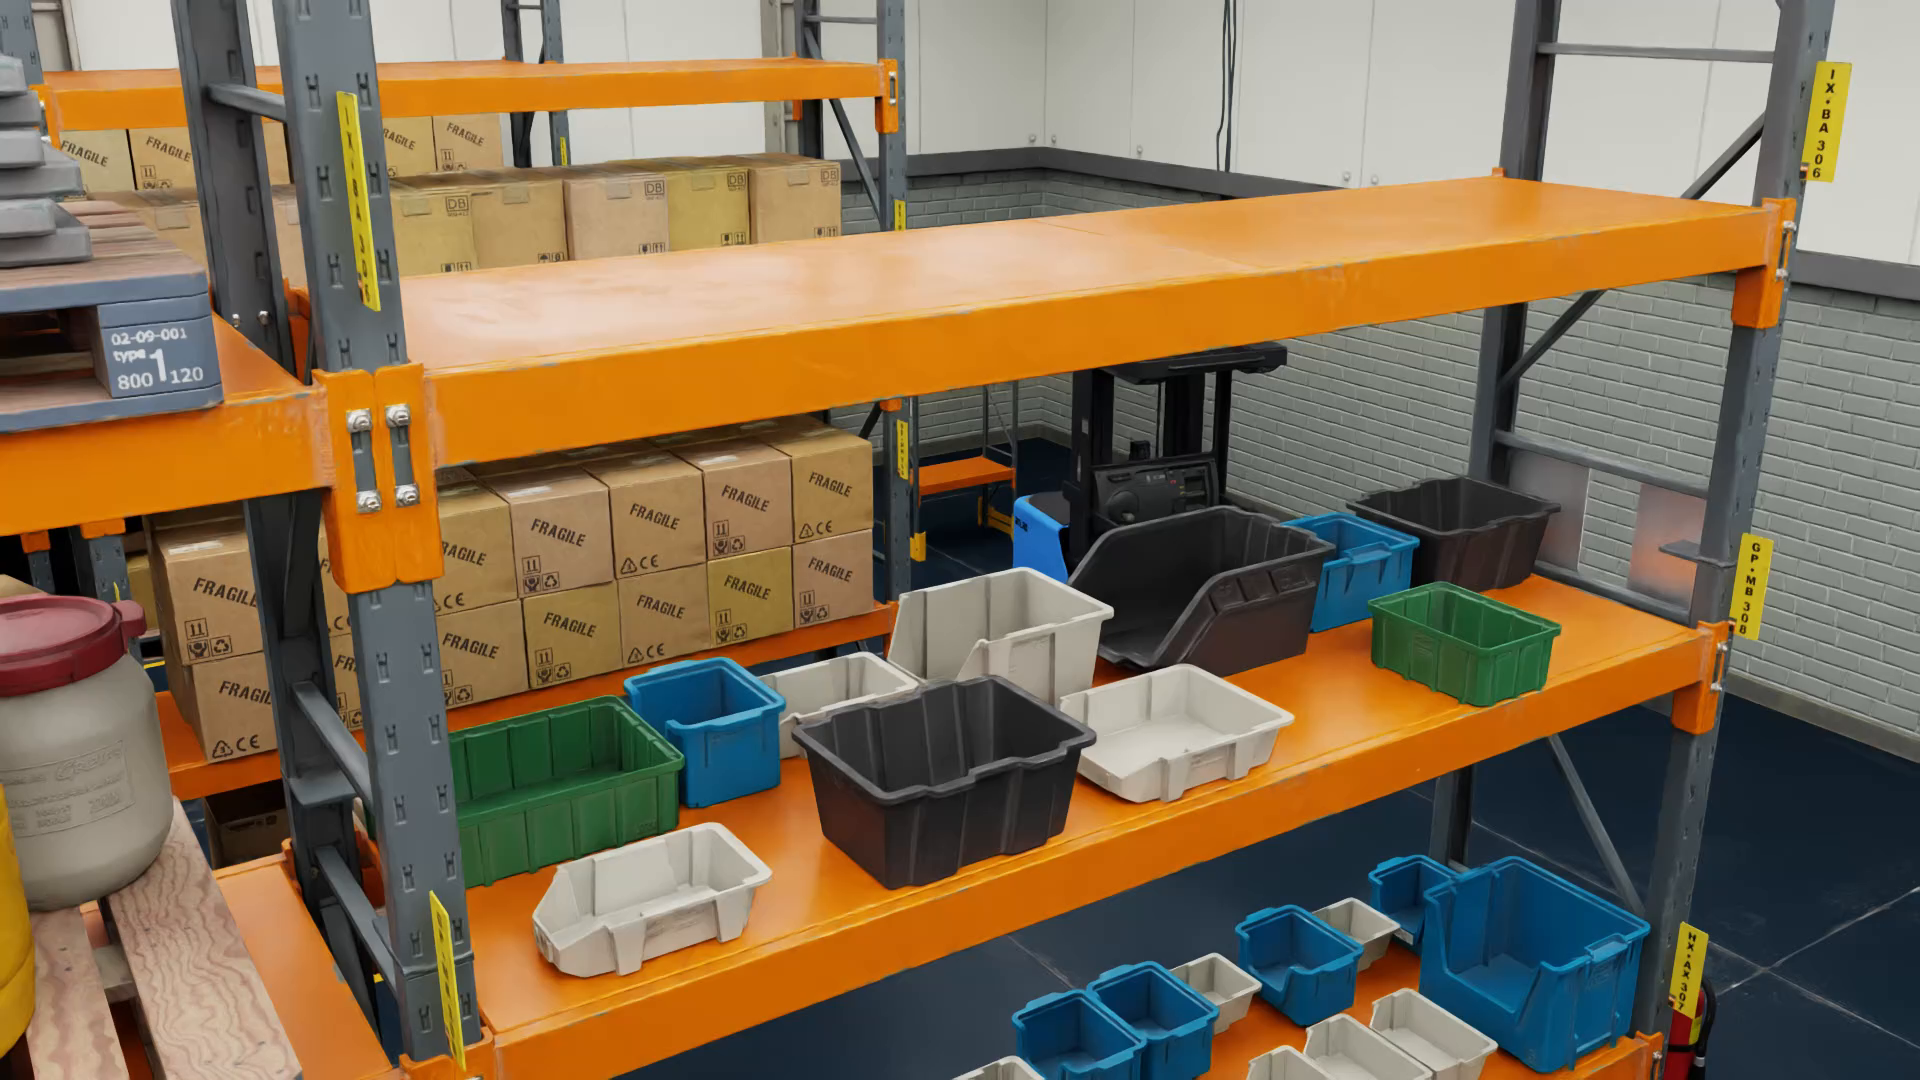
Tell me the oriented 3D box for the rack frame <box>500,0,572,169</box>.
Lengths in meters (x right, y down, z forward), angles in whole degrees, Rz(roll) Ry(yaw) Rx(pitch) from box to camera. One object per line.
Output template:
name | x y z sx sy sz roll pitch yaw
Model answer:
rack frame | -3.334 -4.121 12.883 0.127 3.000 1.000 -12 22 -31

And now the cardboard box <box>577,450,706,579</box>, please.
cardboard box | -1.679 -0.142 8.764 0.500 0.500 0.500 -11 22 -30

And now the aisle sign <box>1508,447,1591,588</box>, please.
aisle sign | 2.011 0.047 5.862 0.004 0.787 0.394 -12 22 -31

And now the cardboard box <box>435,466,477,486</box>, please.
cardboard box | -2.820 -0.109 8.666 0.500 0.500 0.500 -12 22 -31

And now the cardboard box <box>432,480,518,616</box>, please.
cardboard box | -2.539 0.040 8.226 0.500 0.500 0.500 -13 22 -33

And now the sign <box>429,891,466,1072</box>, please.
sign | -0.925 0.798 3.004 0.005 0.325 0.100 -12 22 -31

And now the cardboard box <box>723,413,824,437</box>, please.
cardboard box | -1.122 -0.468 9.728 0.500 0.500 0.500 -11 22 -30

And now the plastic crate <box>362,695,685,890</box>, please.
plastic crate | -1.039 0.599 3.935 0.662 0.188 0.450 -12 22 -31

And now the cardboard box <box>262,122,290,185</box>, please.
cardboard box | -5.090 -2.757 11.784 0.500 0.500 0.500 -12 22 -31

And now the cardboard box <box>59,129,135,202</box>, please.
cardboard box | -5.925 -2.576 11.250 0.500 0.500 0.500 -12 22 -32

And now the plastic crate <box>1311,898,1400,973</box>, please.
plastic crate | 1.414 1.457 6.069 0.298 0.136 0.250 -12 22 -31

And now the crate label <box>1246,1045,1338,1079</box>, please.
crate label | 1.064 1.762 5.166 0.243 0.136 0.396 -12 22 -31

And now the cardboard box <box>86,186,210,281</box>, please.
cardboard box | -3.562 -1.288 7.470 0.500 0.500 0.700 -12 22 -31

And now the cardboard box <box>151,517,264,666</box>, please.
cardboard box | -3.399 0.221 7.690 0.500 0.500 0.500 -11 22 -30

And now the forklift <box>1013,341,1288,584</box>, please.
forklift | 1.426 -0.319 11.113 1.130 2.935 3.031 -8 20 -22

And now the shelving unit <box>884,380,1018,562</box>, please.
shelving unit | -0.064 -0.697 14.465 1.083 1.500 0.587 -12 22 -31

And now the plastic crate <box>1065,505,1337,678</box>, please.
plastic crate | 0.687 0.175 4.957 0.767 0.338 0.504 -12 22 -31

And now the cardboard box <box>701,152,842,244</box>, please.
cardboard box | -1.027 -1.802 8.990 0.500 0.500 0.700 -12 22 -31

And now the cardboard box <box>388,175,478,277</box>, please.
cardboard box | -2.653 -1.428 7.884 0.500 0.500 0.700 -12 22 -31

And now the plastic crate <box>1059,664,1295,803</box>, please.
plastic crate | 0.525 0.505 4.295 0.530 0.136 0.437 -12 22 -31

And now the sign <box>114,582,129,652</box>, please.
sign | -3.639 0.349 7.220 0.005 0.325 0.100 -12 22 -31

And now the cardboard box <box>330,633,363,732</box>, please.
cardboard box | -2.946 0.595 8.146 0.500 0.500 0.500 -11 22 -30

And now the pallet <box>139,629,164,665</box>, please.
pallet | -5.997 0.634 12.541 1.213 0.211 1.003 -12 22 -31

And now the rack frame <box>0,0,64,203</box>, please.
rack frame | -3.947 -2.092 6.882 0.127 3.000 1.000 -12 22 -31

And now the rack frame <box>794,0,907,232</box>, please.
rack frame | -0.607 -2.797 8.966 0.127 3.000 1.000 -12 22 -31

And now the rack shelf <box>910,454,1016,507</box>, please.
rack shelf | -0.071 -0.525 14.518 1.000 0.185 0.538 -12 22 -31

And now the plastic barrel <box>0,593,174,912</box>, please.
plastic barrel | -1.804 0.417 3.276 0.433 0.535 0.433 0 19 0

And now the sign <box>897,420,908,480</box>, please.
sign | -0.318 -0.501 9.241 0.005 0.325 0.100 -12 22 -31

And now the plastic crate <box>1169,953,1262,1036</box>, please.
plastic crate | 0.847 1.577 5.715 0.298 0.136 0.250 -12 22 -31

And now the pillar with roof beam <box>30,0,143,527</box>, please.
pillar with roof beam | -4.198 -2.620 8.442 0.400 9.000 9.100 -12 22 -31

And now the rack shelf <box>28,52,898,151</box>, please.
rack shelf | -2.277 -2.102 8.040 4.000 0.370 1.077 -12 22 -31

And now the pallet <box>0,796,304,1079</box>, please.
pallet | -1.827 0.908 2.986 1.003 0.211 1.213 -12 22 -31

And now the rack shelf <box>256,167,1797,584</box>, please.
rack shelf | 0.444 -0.588 4.182 4.000 0.370 1.077 -12 22 -31

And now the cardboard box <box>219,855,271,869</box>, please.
cardboard box | -3.478 1.799 8.250 0.500 0.311 0.500 -12 22 -31

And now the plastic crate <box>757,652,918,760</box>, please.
plastic crate | -0.373 0.454 4.447 0.466 0.136 0.293 -12 22 -31

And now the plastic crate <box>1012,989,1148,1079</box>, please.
plastic crate | 0.377 1.662 5.313 0.300 0.233 0.416 -12 22 -31

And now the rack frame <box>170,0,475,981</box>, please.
rack frame | -1.226 -0.766 2.961 0.127 3.000 1.000 -12 22 -31

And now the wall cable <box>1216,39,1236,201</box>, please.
wall cable | 1.586 -3.551 16.045 0.112 2.526 3.097 -12 22 -31

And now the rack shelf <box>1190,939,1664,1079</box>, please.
rack shelf | 0.444 2.064 5.079 4.000 0.370 1.077 -12 22 -31

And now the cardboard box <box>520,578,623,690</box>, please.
cardboard box | -2.103 0.417 8.671 0.500 0.500 0.500 -12 22 -32

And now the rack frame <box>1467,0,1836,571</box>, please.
rack frame | 2.114 -1.471 5.045 0.127 3.000 1.000 -12 22 -31

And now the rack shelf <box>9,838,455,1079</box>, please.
rack shelf | -2.897 1.348 2.515 4.000 0.370 1.077 -12 22 -31

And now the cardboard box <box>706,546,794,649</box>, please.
cardboard box | -1.262 0.242 9.189 0.500 0.500 0.500 -12 22 -31

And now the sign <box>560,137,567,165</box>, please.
sign | -3.047 -2.934 12.798 0.005 0.325 0.100 -12 22 -31

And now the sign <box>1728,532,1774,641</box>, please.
sign | 2.430 0.144 5.115 0.005 0.325 0.100 -12 22 -31

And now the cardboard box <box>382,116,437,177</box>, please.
cardboard box | -4.219 -2.943 12.335 0.500 0.500 0.500 -11 22 -30

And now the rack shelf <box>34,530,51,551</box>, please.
rack shelf | -5.005 -0.586 12.917 4.000 0.370 1.077 -12 22 -31

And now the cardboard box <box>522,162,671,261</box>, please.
cardboard box | -1.850 -1.620 8.451 0.500 0.500 0.700 -12 22 -31

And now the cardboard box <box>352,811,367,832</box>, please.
cardboard box | -3.347 1.634 8.993 0.250 0.149 0.380 -12 22 -31

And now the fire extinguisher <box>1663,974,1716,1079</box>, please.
fire extinguisher | 2.490 1.679 5.797 0.183 0.674 0.296 -12 22 -31

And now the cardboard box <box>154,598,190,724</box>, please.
cardboard box | -3.671 0.546 8.290 0.500 0.500 0.500 -11 22 -31

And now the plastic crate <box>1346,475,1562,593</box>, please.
plastic crate | 1.640 0.005 5.566 0.590 0.269 0.497 -12 22 -31

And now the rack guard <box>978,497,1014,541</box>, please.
rack guard | 0.352 -0.193 14.925 0.087 0.250 0.587 -12 22 -31

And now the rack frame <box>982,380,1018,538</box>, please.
rack frame | 0.353 -0.785 14.725 0.032 1.500 0.500 -12 22 -31

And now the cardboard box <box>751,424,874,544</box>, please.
cardboard box | -0.827 -0.324 9.301 0.500 0.500 0.500 -12 22 -32

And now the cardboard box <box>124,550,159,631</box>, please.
cardboard box | -5.994 0.307 12.402 0.500 0.500 0.700 -12 22 -31

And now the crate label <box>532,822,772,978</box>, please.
crate label | -0.659 0.771 3.510 0.466 0.136 0.293 -12 22 -31

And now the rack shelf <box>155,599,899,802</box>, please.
rack shelf | -2.277 0.739 9.000 4.000 0.370 1.077 -12 22 -31

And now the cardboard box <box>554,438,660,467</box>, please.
cardboard box | -1.975 -0.287 9.193 0.500 0.500 0.500 -12 22 -31

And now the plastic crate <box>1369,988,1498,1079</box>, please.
plastic crate | 1.533 1.660 5.470 0.243 0.136 0.396 -12 22 -31
